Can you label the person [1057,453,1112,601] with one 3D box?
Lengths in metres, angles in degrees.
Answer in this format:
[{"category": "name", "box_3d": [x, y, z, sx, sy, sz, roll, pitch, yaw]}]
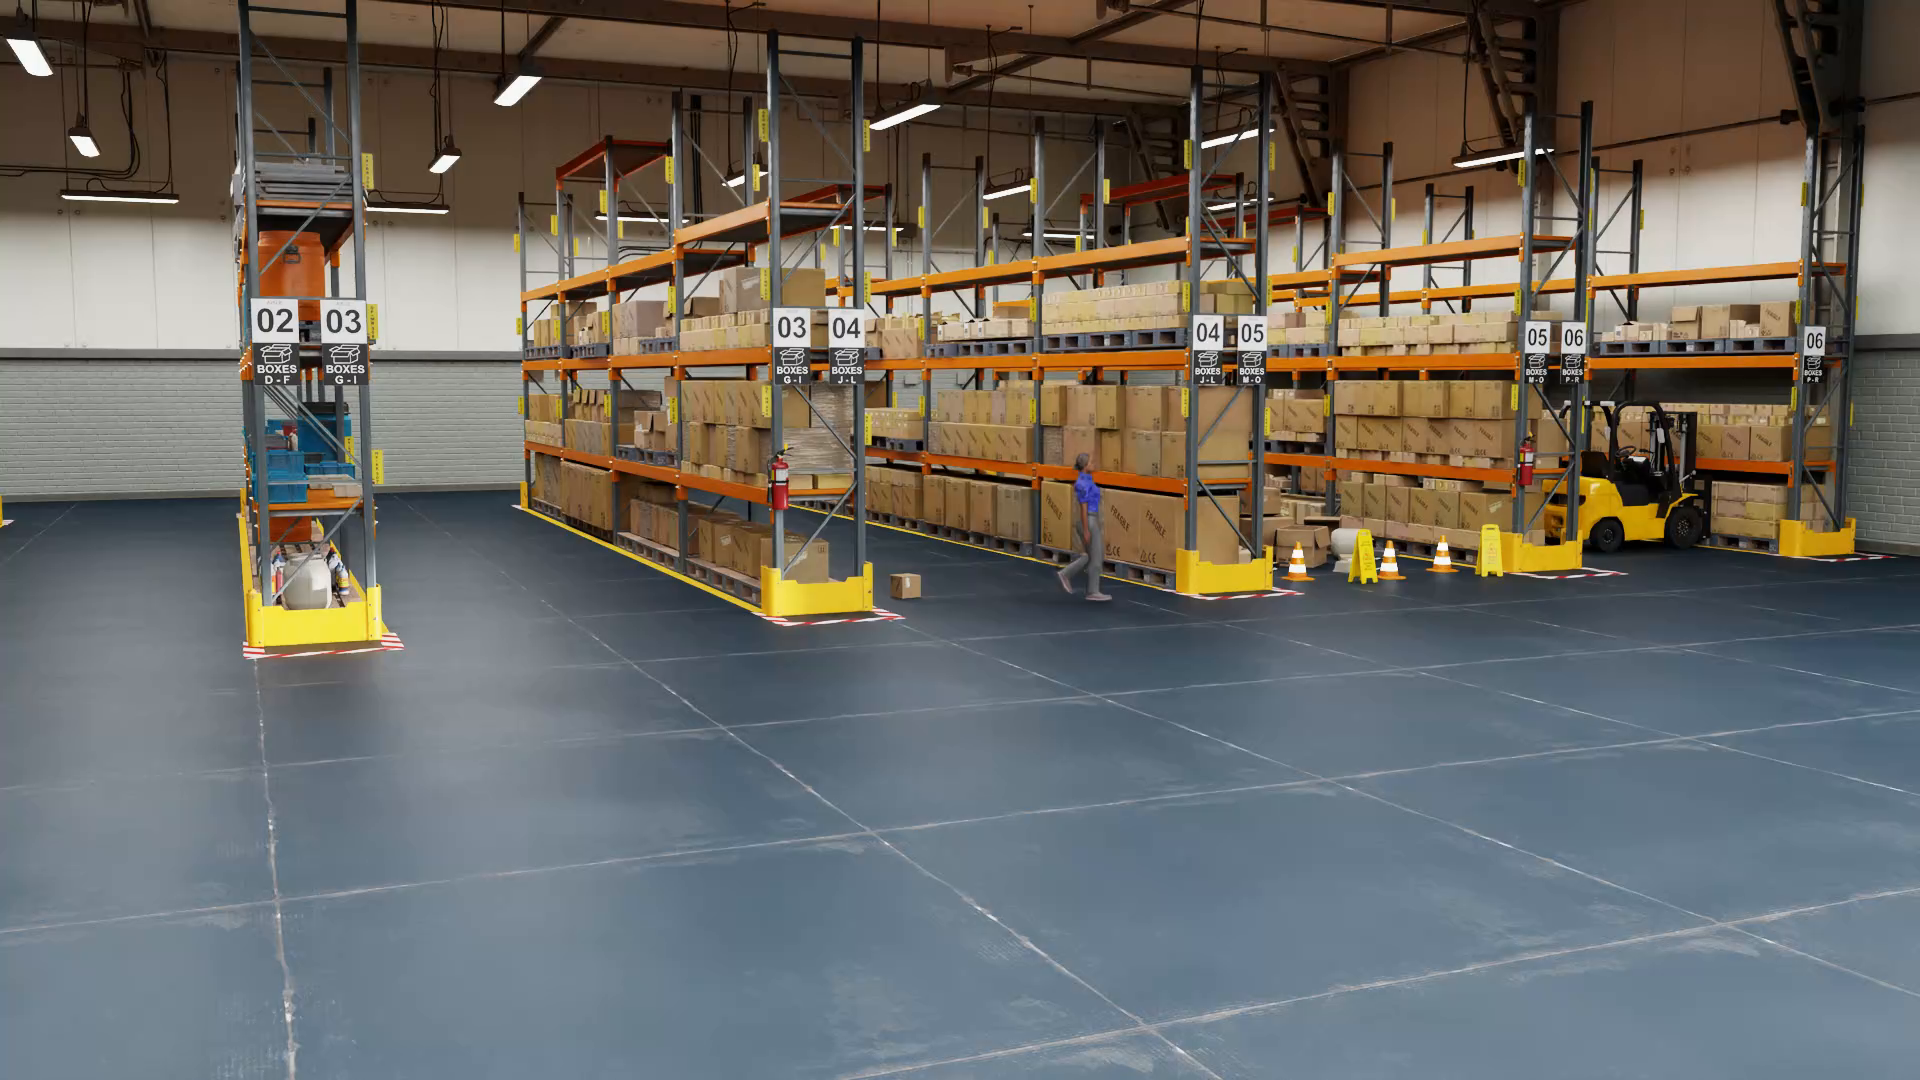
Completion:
[{"category": "person", "box_3d": [1.381, -0.151, 18.424, 0.619, 1.631, 0.460, 1, 6, 7]}]
